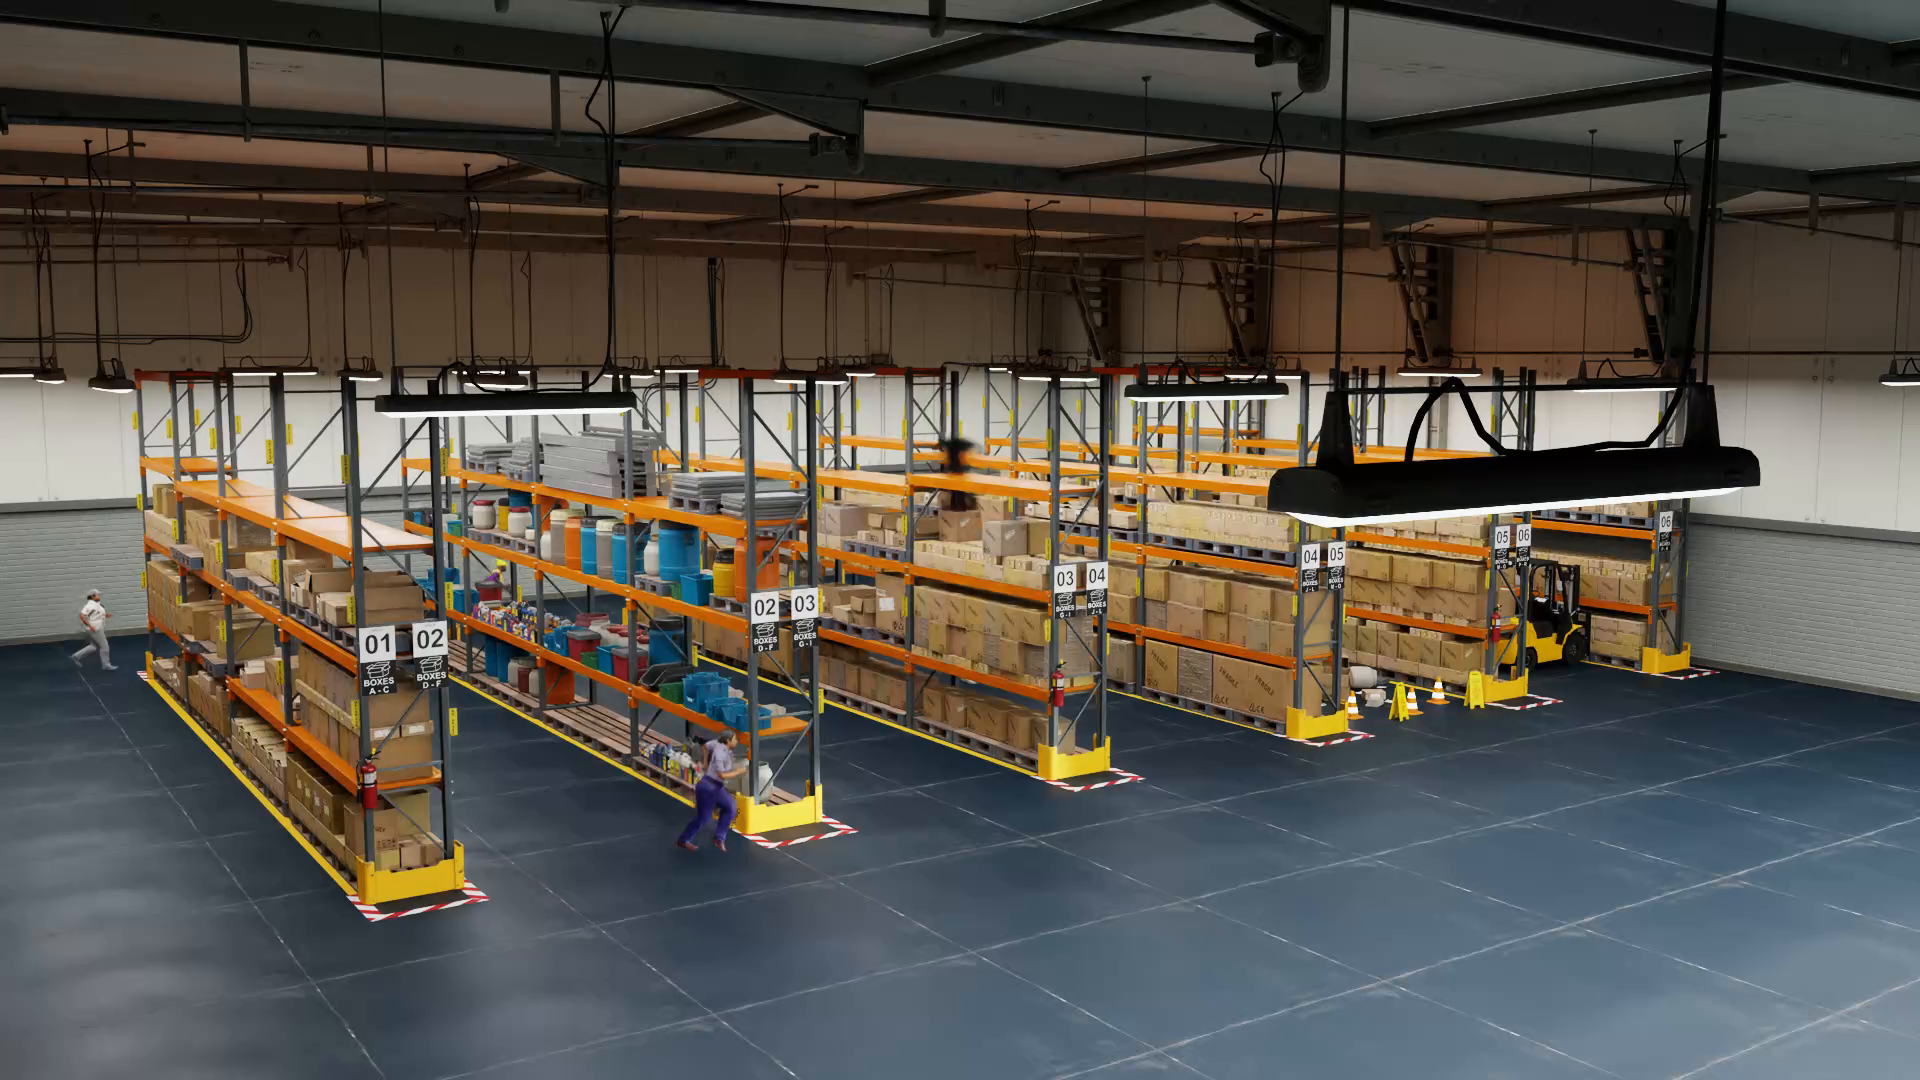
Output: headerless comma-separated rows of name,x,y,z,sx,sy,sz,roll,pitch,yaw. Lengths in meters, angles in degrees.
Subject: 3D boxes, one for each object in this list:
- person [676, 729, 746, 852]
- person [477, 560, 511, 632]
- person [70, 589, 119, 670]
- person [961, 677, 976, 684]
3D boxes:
person,-3.151,3.212,21.065,0.900,1.635,0.624,0,6,-4
person,-10.514,1.264,37.662,0.887,1.630,0.735,-3,7,-21
person,-17.215,1.783,32.992,0.848,1.644,0.601,-3,7,-23
person,0.159,1.882,31.968,0.714,1.713,0.707,5,8,40
